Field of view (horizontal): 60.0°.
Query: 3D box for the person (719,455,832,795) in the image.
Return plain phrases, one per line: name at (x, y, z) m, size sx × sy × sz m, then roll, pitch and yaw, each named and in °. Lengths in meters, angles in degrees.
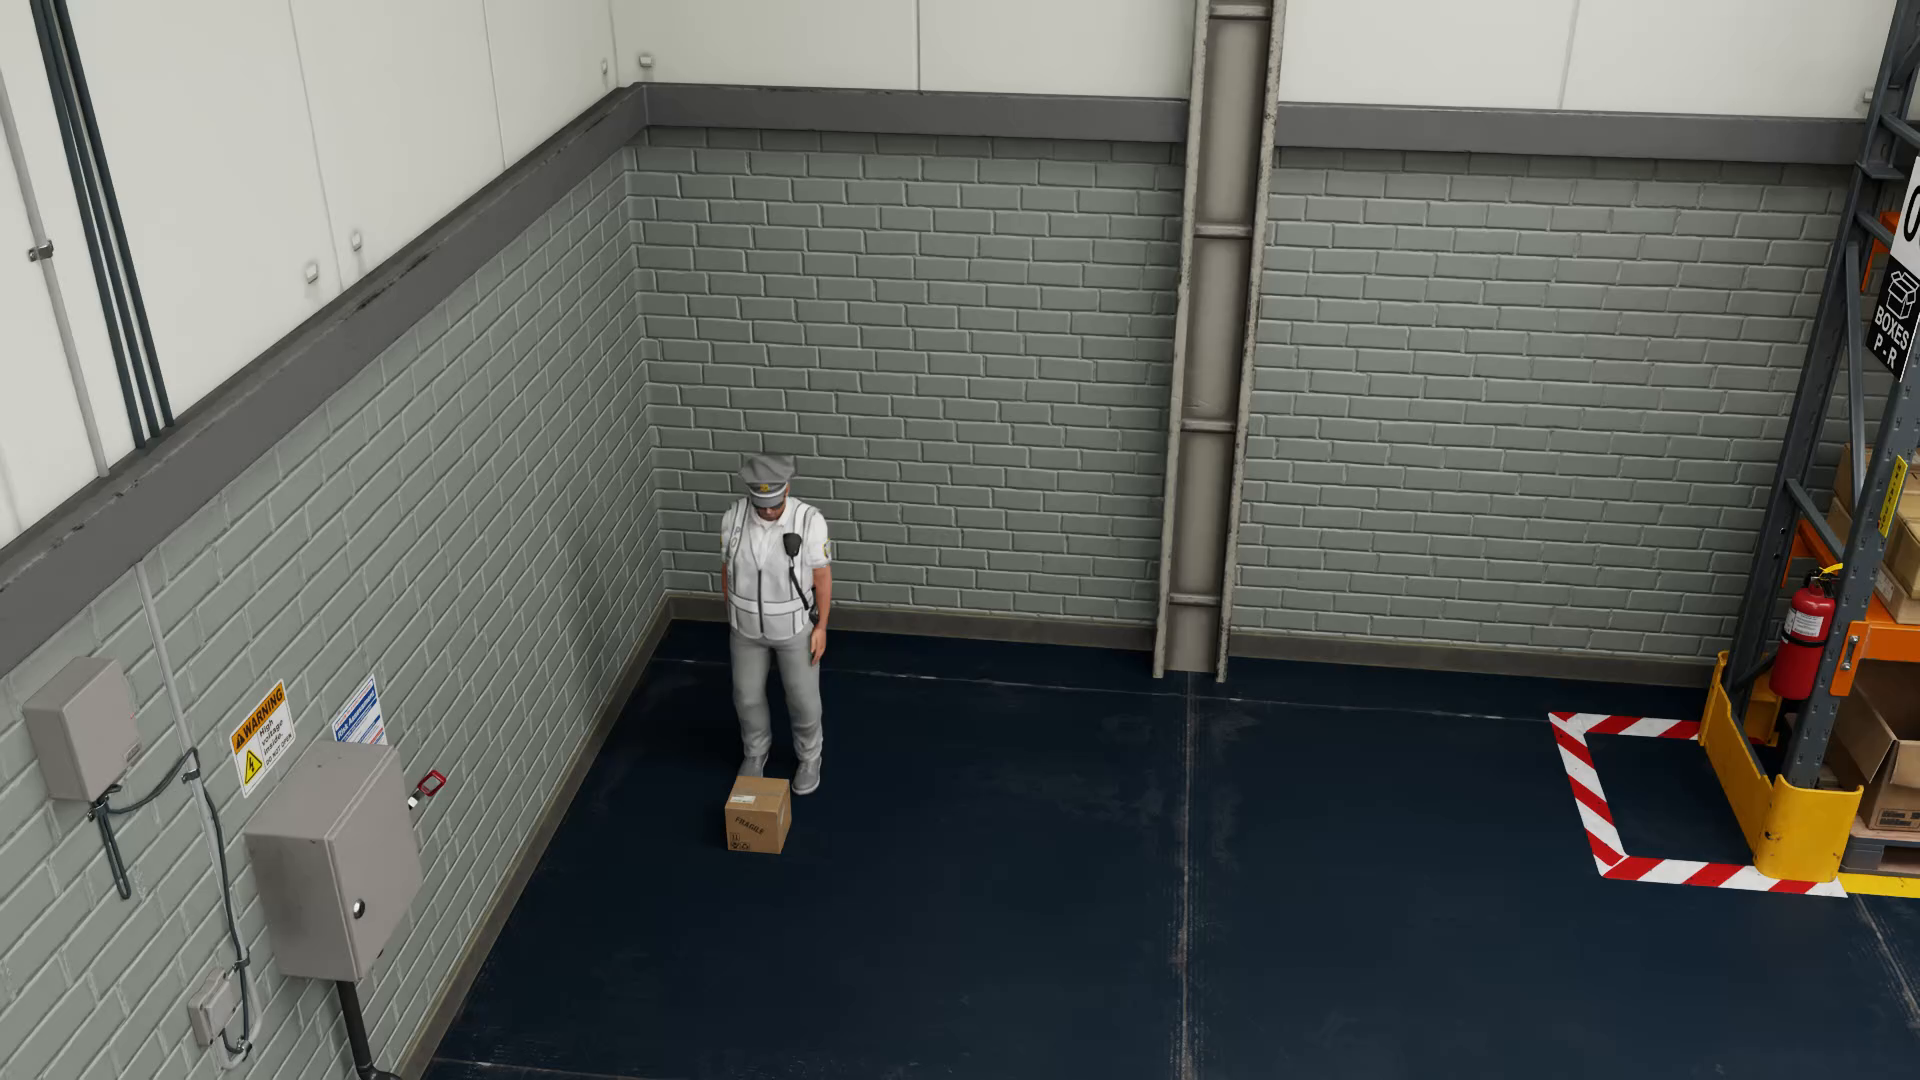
person at (-0.863, 0.400, 7.894) m, size 0.534 × 1.735 × 0.385 m, roll 4°, pitch 28°, yaw 7°
